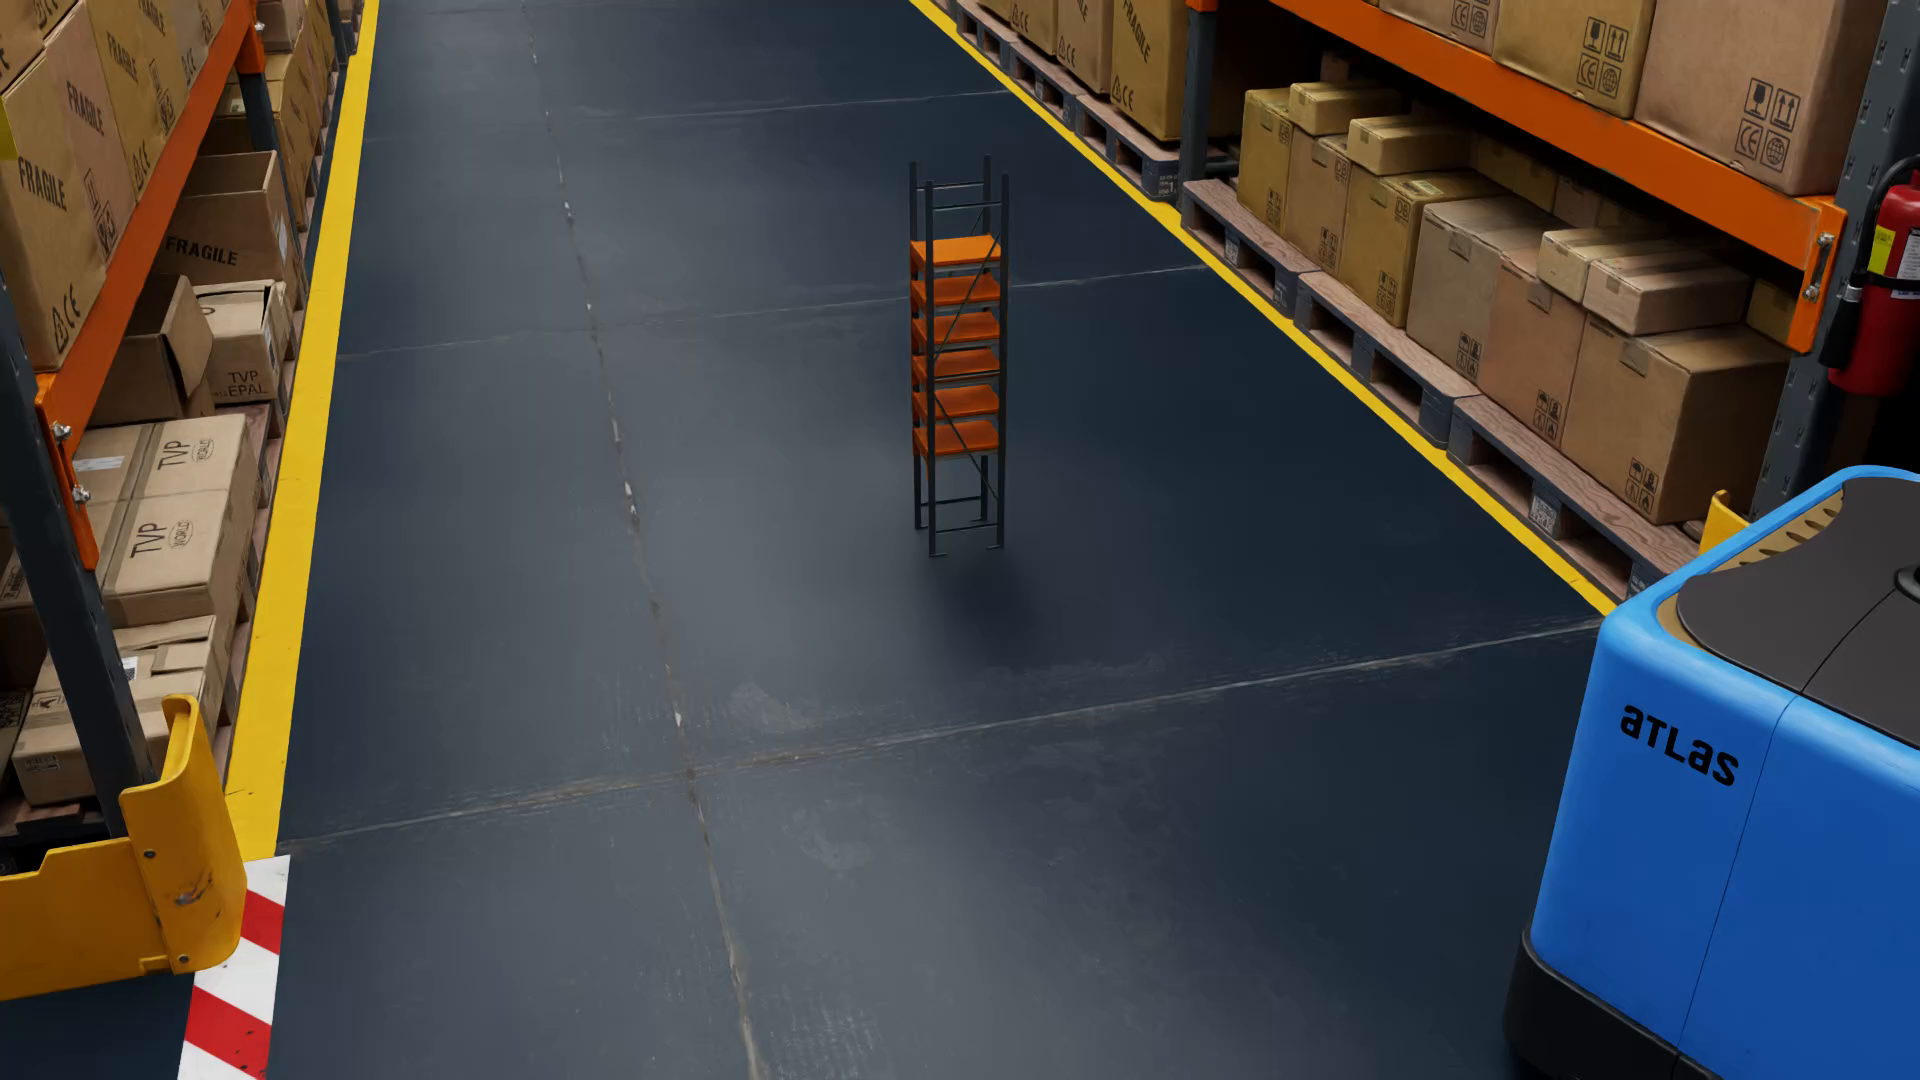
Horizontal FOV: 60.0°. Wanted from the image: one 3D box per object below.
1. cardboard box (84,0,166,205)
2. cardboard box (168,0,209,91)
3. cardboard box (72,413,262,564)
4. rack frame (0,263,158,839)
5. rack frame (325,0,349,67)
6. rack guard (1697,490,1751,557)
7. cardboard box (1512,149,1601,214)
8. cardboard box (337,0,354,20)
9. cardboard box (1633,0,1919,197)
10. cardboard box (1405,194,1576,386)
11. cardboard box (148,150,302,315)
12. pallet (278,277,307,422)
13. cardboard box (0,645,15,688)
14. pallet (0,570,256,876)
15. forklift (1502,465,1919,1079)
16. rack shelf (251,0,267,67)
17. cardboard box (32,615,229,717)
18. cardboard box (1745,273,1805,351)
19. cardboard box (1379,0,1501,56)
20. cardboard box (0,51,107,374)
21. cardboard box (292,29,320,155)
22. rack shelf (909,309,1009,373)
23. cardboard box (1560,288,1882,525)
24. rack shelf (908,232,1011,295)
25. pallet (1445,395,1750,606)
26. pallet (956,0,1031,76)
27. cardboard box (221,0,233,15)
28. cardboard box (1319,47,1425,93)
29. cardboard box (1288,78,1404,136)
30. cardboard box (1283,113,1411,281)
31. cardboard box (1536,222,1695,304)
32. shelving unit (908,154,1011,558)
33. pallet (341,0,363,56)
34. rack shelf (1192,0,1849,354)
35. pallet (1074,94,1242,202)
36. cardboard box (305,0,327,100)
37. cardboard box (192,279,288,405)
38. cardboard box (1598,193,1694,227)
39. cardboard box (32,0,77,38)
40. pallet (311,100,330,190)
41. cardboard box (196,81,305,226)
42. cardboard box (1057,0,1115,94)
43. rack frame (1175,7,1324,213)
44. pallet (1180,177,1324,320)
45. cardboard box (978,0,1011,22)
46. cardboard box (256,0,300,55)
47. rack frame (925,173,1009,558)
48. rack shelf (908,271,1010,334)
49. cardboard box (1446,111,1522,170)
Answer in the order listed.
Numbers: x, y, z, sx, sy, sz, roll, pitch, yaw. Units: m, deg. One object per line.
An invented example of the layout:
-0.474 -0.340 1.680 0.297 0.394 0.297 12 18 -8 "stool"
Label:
-2.313 -1.121 4.093 0.500 0.500 0.500 -8 31 -13 "cardboard box"
-2.582 -1.609 4.935 0.500 0.500 0.500 -7 31 -12 "cardboard box"
-2.314 -0.121 4.770 0.500 0.250 0.500 -8 31 -13 "cardboard box"
-2.177 -0.337 2.838 1.000 3.000 0.127 -8 31 -13 "rack frame"
-4.301 -4.201 9.514 1.000 3.000 0.127 -8 31 -13 "rack frame"
2.604 0.096 4.586 1.175 0.500 0.348 -8 31 -13 "rack guard"
2.203 -1.282 5.898 0.380 0.149 0.250 -8 31 -13 "cardboard box"
-4.157 -3.485 10.602 0.500 0.250 0.500 -8 31 -13 "cardboard box"
2.453 -1.373 4.328 0.980 0.700 0.700 -6 31 -11 "cardboard box"
2.048 -0.907 5.899 0.700 0.500 0.500 -9 31 -15 "cardboard box"
-2.814 -1.140 6.282 0.500 0.500 0.500 -8 31 -13 "cardboard box"
-3.058 -0.730 6.302 1.003 0.211 1.213 -8 31 -13 "pallet"
-2.580 0.261 4.194 0.380 0.166 0.250 -8 31 -13 "cardboard box"
-2.410 0.448 4.266 1.003 0.211 1.213 -8 31 -13 "pallet"
2.427 0.208 1.965 1.130 2.935 3.031 -22 37 -33 "forklift"
-3.770 -2.924 8.025 1.077 0.370 4.000 -8 31 -13 "rack shelf"
-2.024 0.330 4.075 0.380 0.166 0.250 -8 31 -13 "cardboard box"
2.541 -0.669 4.841 0.380 0.149 0.250 -8 31 -13 "cardboard box"
2.055 -2.092 5.570 0.980 0.700 0.700 -9 31 -16 "cardboard box"
-2.041 -0.630 3.244 0.500 0.500 0.500 -7 31 -12 "cardboard box"
-3.410 -2.142 8.013 0.500 0.500 0.500 -7 31 -13 "cardboard box"
-0.004 -0.592 4.924 0.258 0.103 0.180 -8 31 -13 "rack shelf"
2.315 -0.422 5.062 0.700 0.500 0.500 -8 31 -13 "cardboard box"
-0.004 -0.799 4.803 0.258 0.103 0.180 -8 31 -13 "rack shelf"
2.310 -0.167 5.327 1.003 0.211 1.213 -8 31 -13 "pallet"
0.611 -3.264 10.678 1.003 0.211 1.213 -8 31 -13 "pallet"
-2.859 -2.105 5.793 0.500 0.500 0.500 -7 31 -12 "cardboard box"
1.789 -2.032 7.195 0.380 0.149 0.250 -8 31 -14 "cardboard box"
1.551 -1.746 6.700 0.380 0.149 0.250 -7 31 -12 "cardboard box"
1.766 -1.412 6.771 0.700 0.500 0.500 -8 31 -14 "cardboard box"
2.037 -0.864 5.178 0.380 0.149 0.250 -7 31 -12 "cardboard box"
-0.004 -0.526 4.962 0.258 1.200 0.189 -8 31 -13 "shelving unit"
-4.482 -3.397 10.908 1.003 0.211 1.213 -8 31 -13 "pallet"
2.067 -1.652 5.829 1.077 0.370 4.000 -8 31 -13 "rack shelf"
1.258 -2.085 8.642 1.003 0.211 1.213 -8 31 -13 "pallet"
-3.689 -2.639 8.872 0.500 0.500 0.500 -9 31 -15 "cardboard box"
-2.615 -0.696 5.703 0.500 0.311 0.500 -8 31 -13 "cardboard box"
2.340 -1.035 5.472 0.380 0.149 0.250 -8 31 -13 "cardboard box"
-2.187 -1.314 3.428 0.500 0.500 0.500 -8 31 -13 "cardboard box"
-3.819 -2.040 8.565 1.003 0.211 1.213 -8 31 -13 "pallet"
-3.133 -1.644 7.152 0.500 0.500 0.500 -9 31 -16 "cardboard box"
0.999 -2.907 9.004 0.750 0.750 0.750 -7 31 -12 "cardboard box"
1.536 -2.930 7.317 1.000 3.000 0.127 -8 31 -13 "rack frame"
1.662 -1.345 7.363 1.003 0.211 1.213 -8 31 -13 "pallet"
0.543 -3.740 10.445 0.750 0.750 0.750 -8 31 -14 "cardboard box"
-3.398 -2.451 7.798 0.500 0.250 0.500 -8 31 -13 "cardboard box"
0.020 -0.482 4.885 0.240 1.200 0.006 -8 31 -13 "rack frame"
-0.004 -0.696 4.864 0.258 0.103 0.180 -8 31 -13 "rack shelf"
2.067 -1.528 6.325 0.380 0.149 0.250 -8 31 -13 "cardboard box"
